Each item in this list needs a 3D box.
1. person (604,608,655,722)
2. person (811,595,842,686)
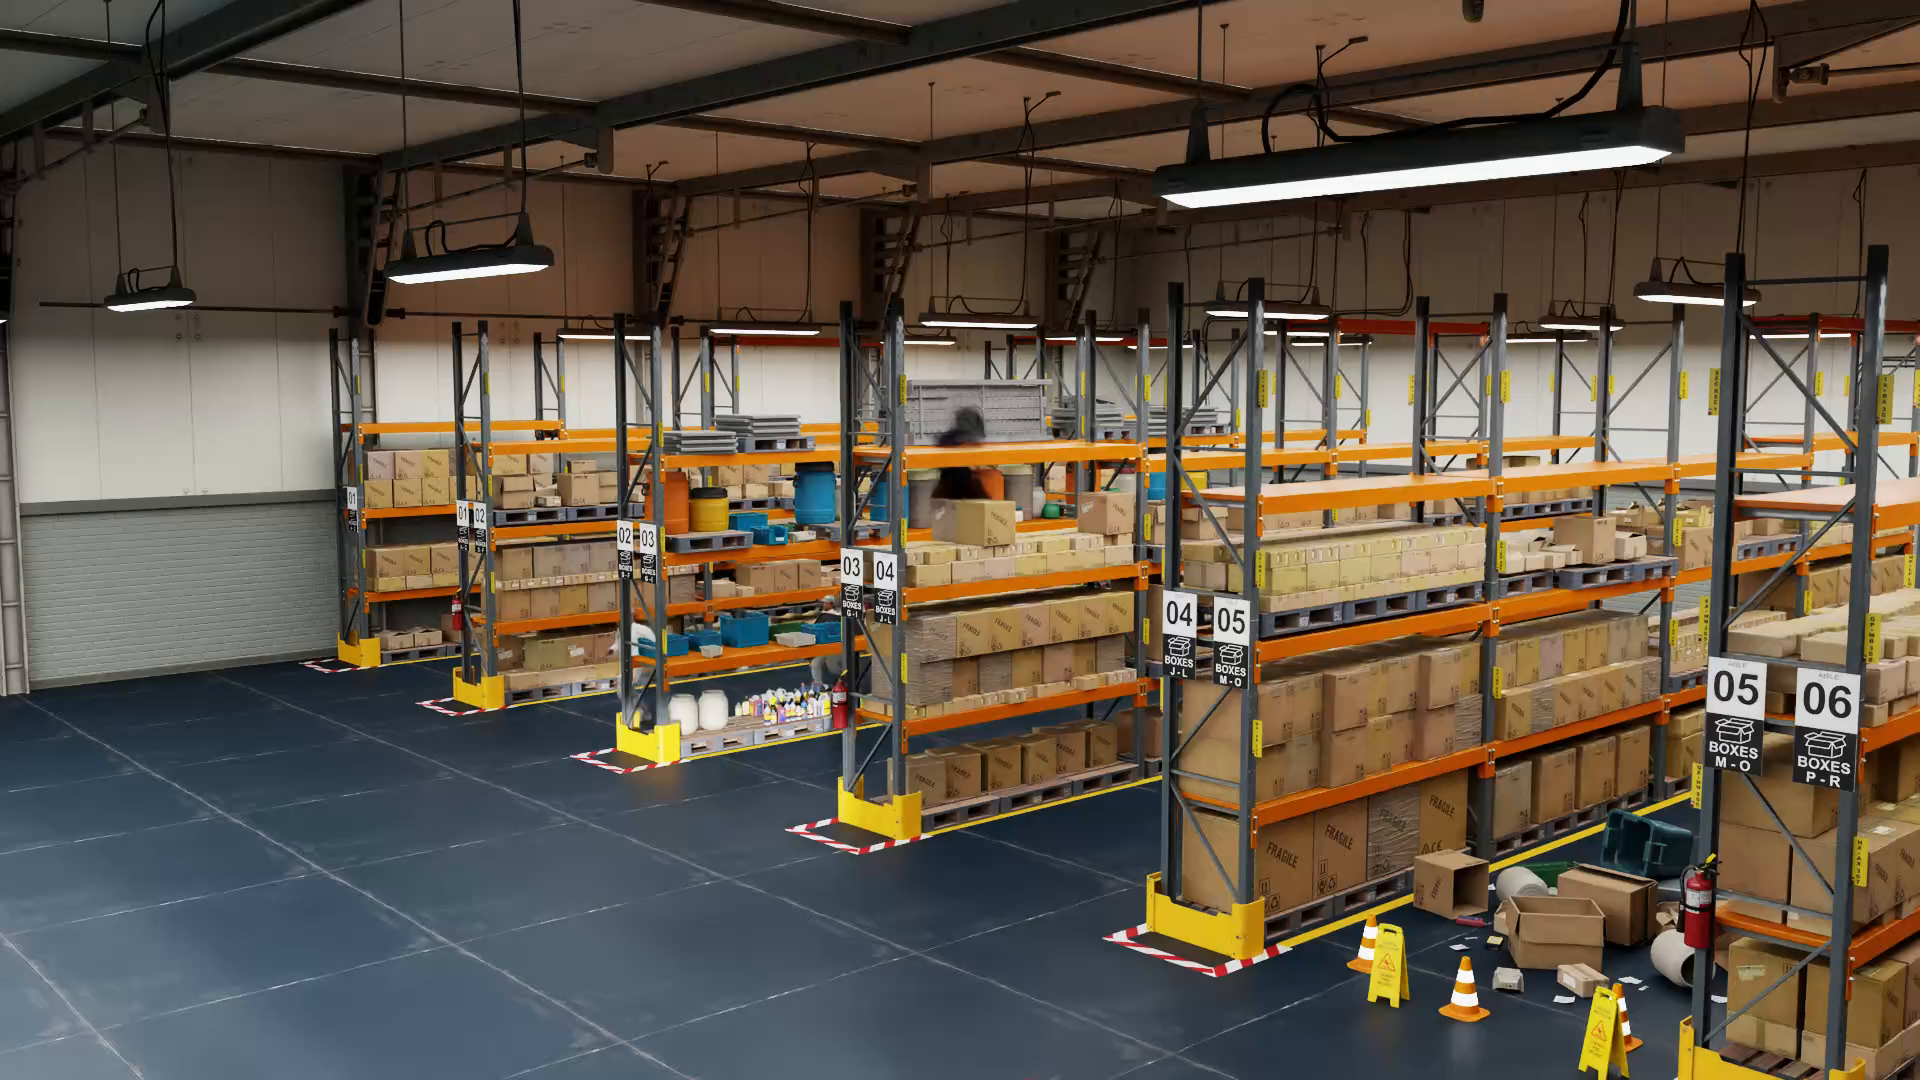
[{"bbox_3d":[-4.850,1.892,24.378,0.748,1.815,0.724,-6,8,-44],"label":"person"},{"bbox_3d":[-2.125,1.703,26.750,0.822,1.638,0.619,-5,8,-44],"label":"person"}]
